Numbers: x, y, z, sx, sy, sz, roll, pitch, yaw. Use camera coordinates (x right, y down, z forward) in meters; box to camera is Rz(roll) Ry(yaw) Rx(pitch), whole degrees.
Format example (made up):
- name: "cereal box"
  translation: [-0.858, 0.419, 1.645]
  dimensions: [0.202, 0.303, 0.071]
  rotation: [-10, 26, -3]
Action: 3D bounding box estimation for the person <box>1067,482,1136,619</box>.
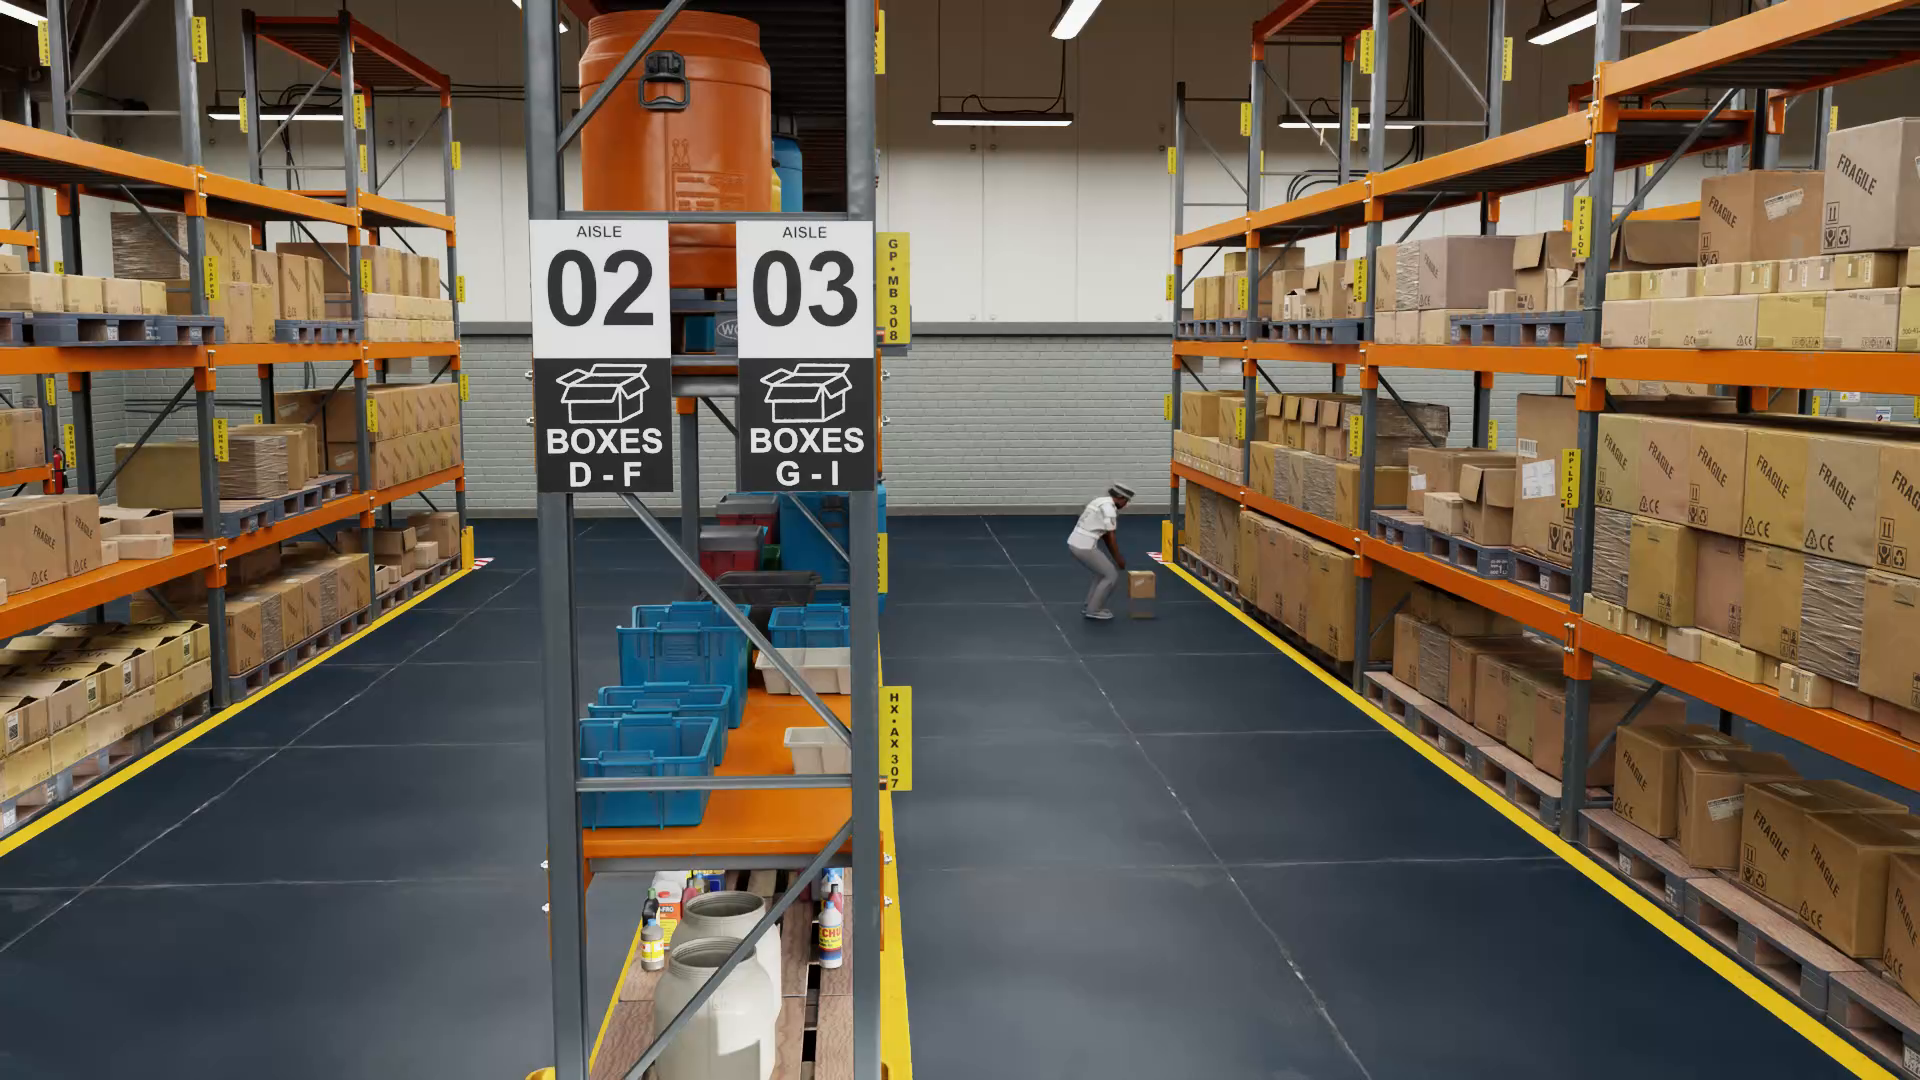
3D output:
- name: "person"
  translation: [1.455, 0.100, 17.114]
  dimensions: [0.707, 1.388, 0.496]
  rotation: [0, 7, -3]
